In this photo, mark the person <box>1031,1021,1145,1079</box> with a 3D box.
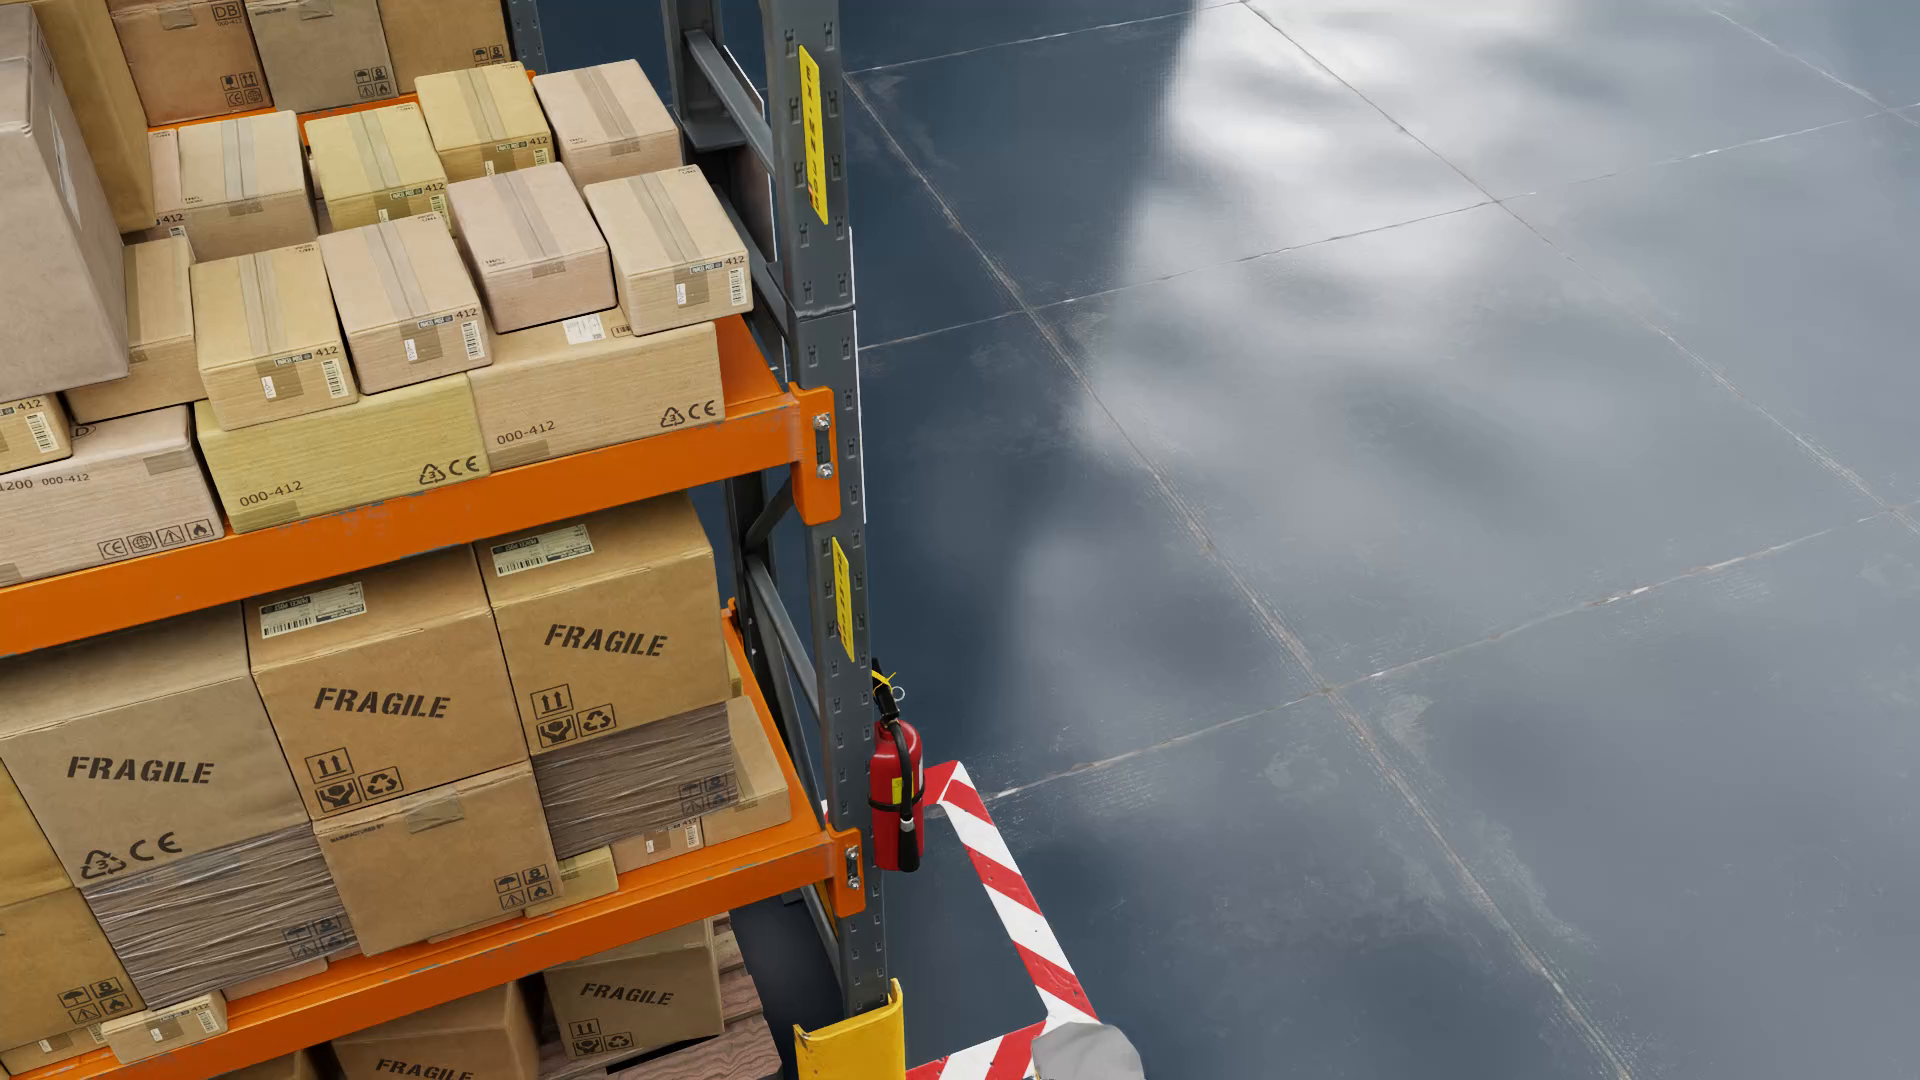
[{"bbox_3d":[0.350,1.811,4.097,0.597,1.740,0.438,21,45,22],"label":"person"}]
